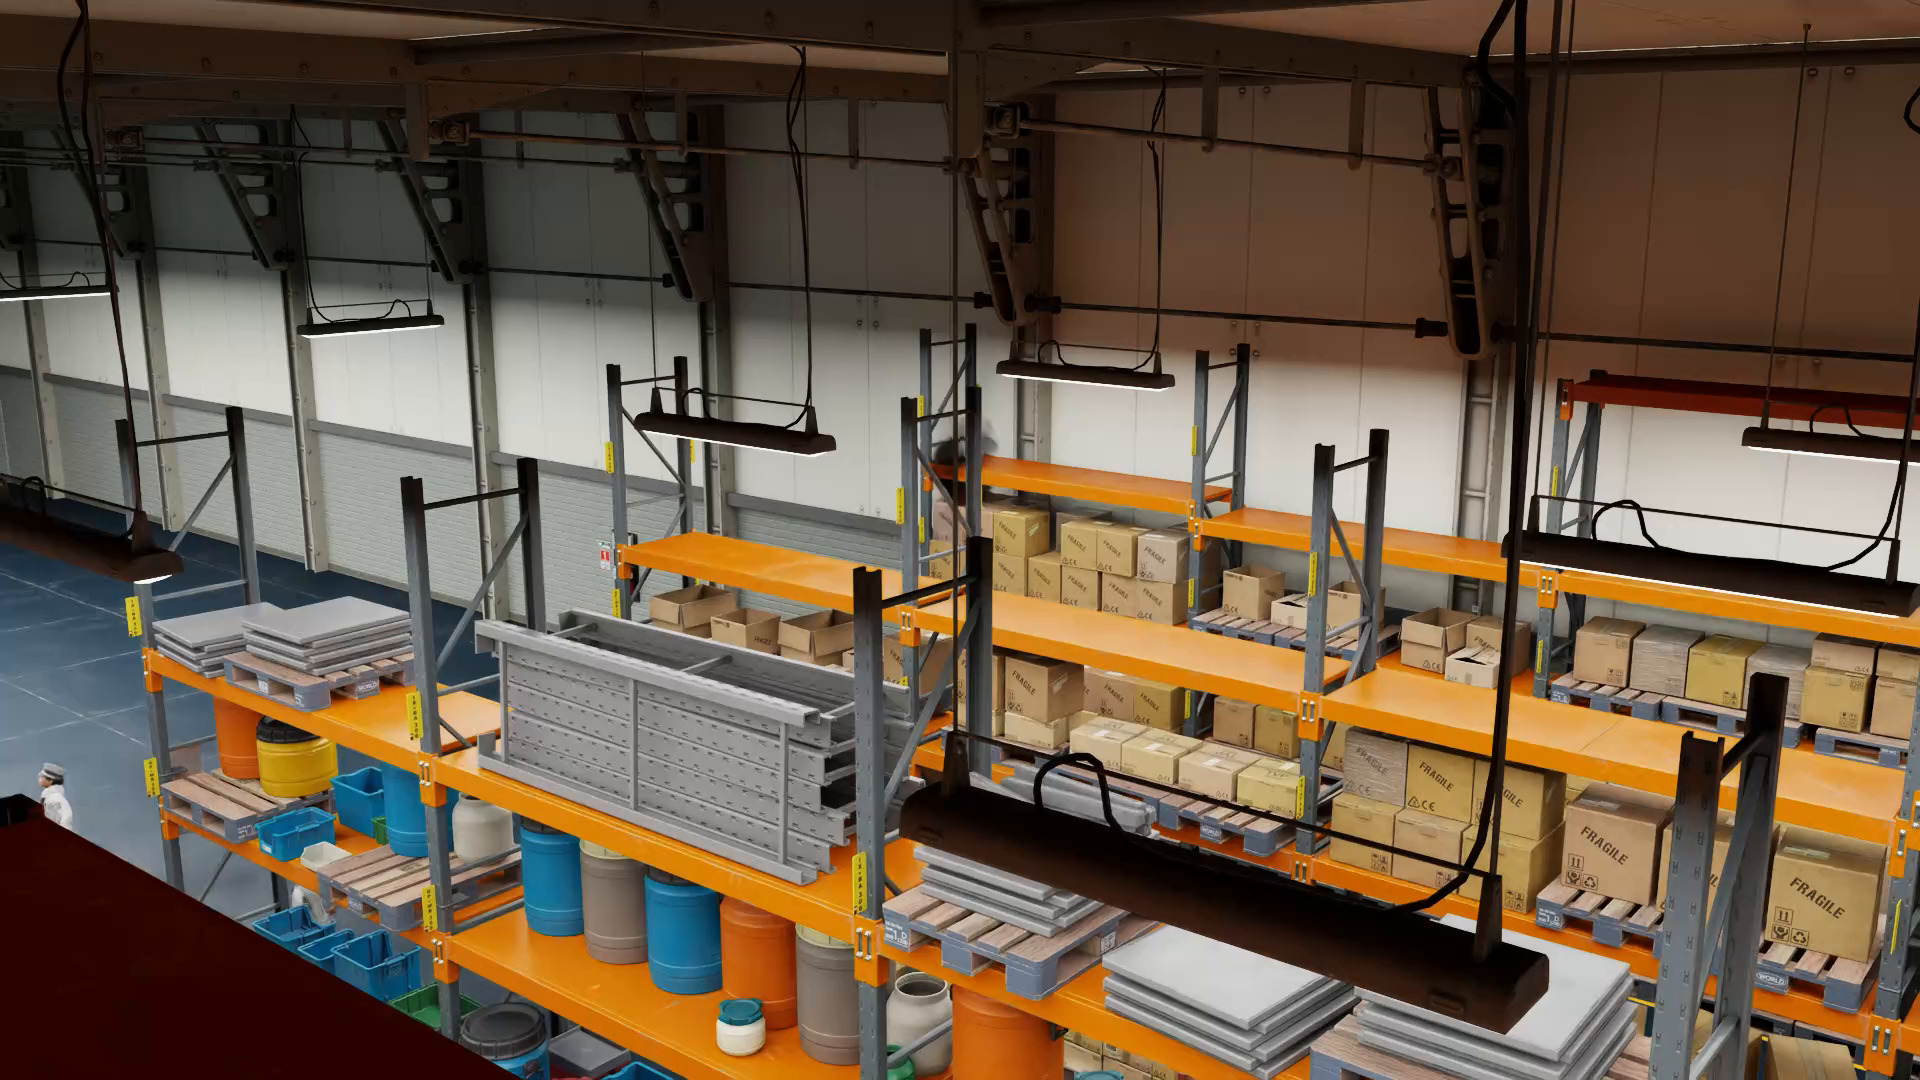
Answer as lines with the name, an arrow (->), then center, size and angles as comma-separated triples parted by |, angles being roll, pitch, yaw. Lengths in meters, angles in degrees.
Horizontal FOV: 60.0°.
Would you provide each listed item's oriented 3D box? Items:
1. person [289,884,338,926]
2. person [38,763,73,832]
person -> -6.273, 3.748, 16.045 | 0.622, 1.538, 0.530 | 1, 13, 2
person -> -9.916, 3.237, 18.183 | 0.524, 1.665, 0.658 | -6, 14, -26
